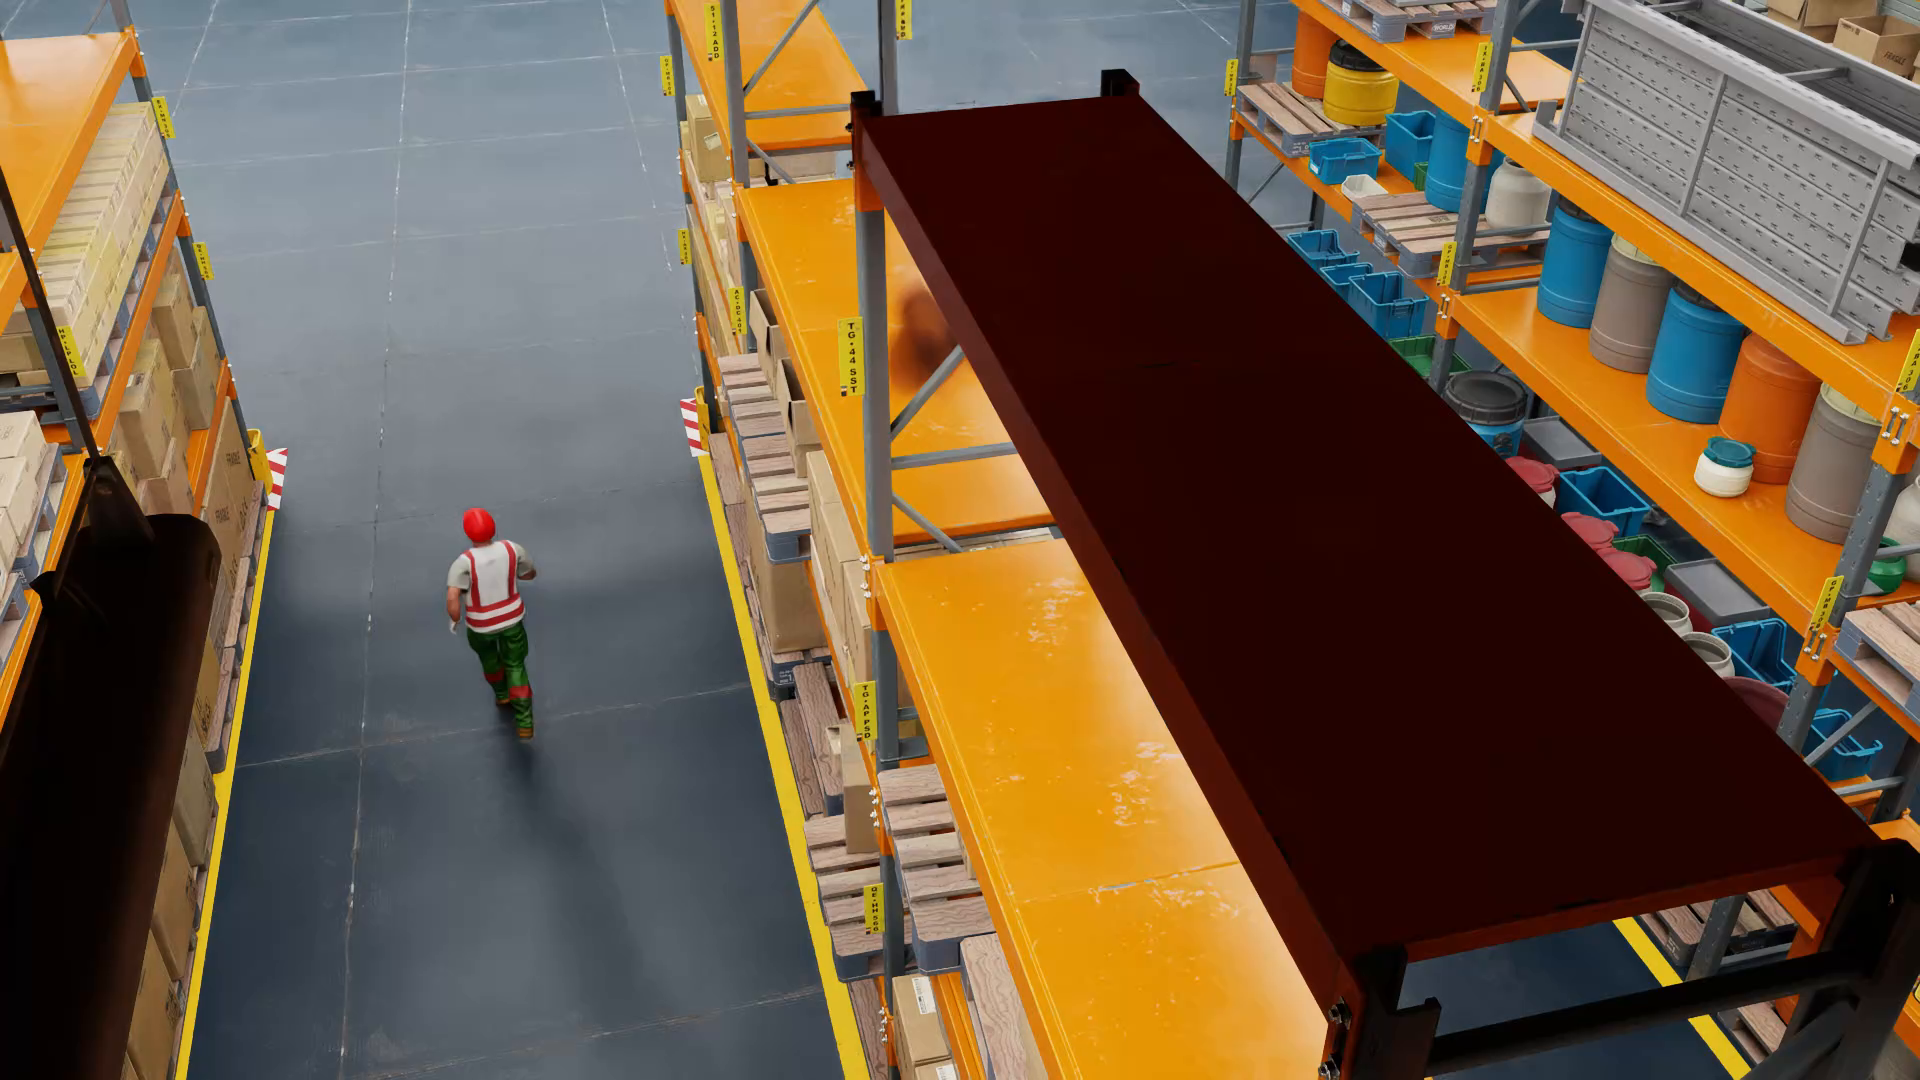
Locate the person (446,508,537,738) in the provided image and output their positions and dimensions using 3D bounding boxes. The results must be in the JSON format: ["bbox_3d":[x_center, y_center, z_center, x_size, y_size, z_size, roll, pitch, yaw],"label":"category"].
[{"bbox_3d":[-3.222,0.626,11.639,0.680,1.867,0.826,-17,38,-23],"label":"person"}]

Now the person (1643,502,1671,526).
[{"bbox_3d":[6.151,-0.693,13.599,0.637,1.764,1.053,-13,37,-19],"label":"person"}]
